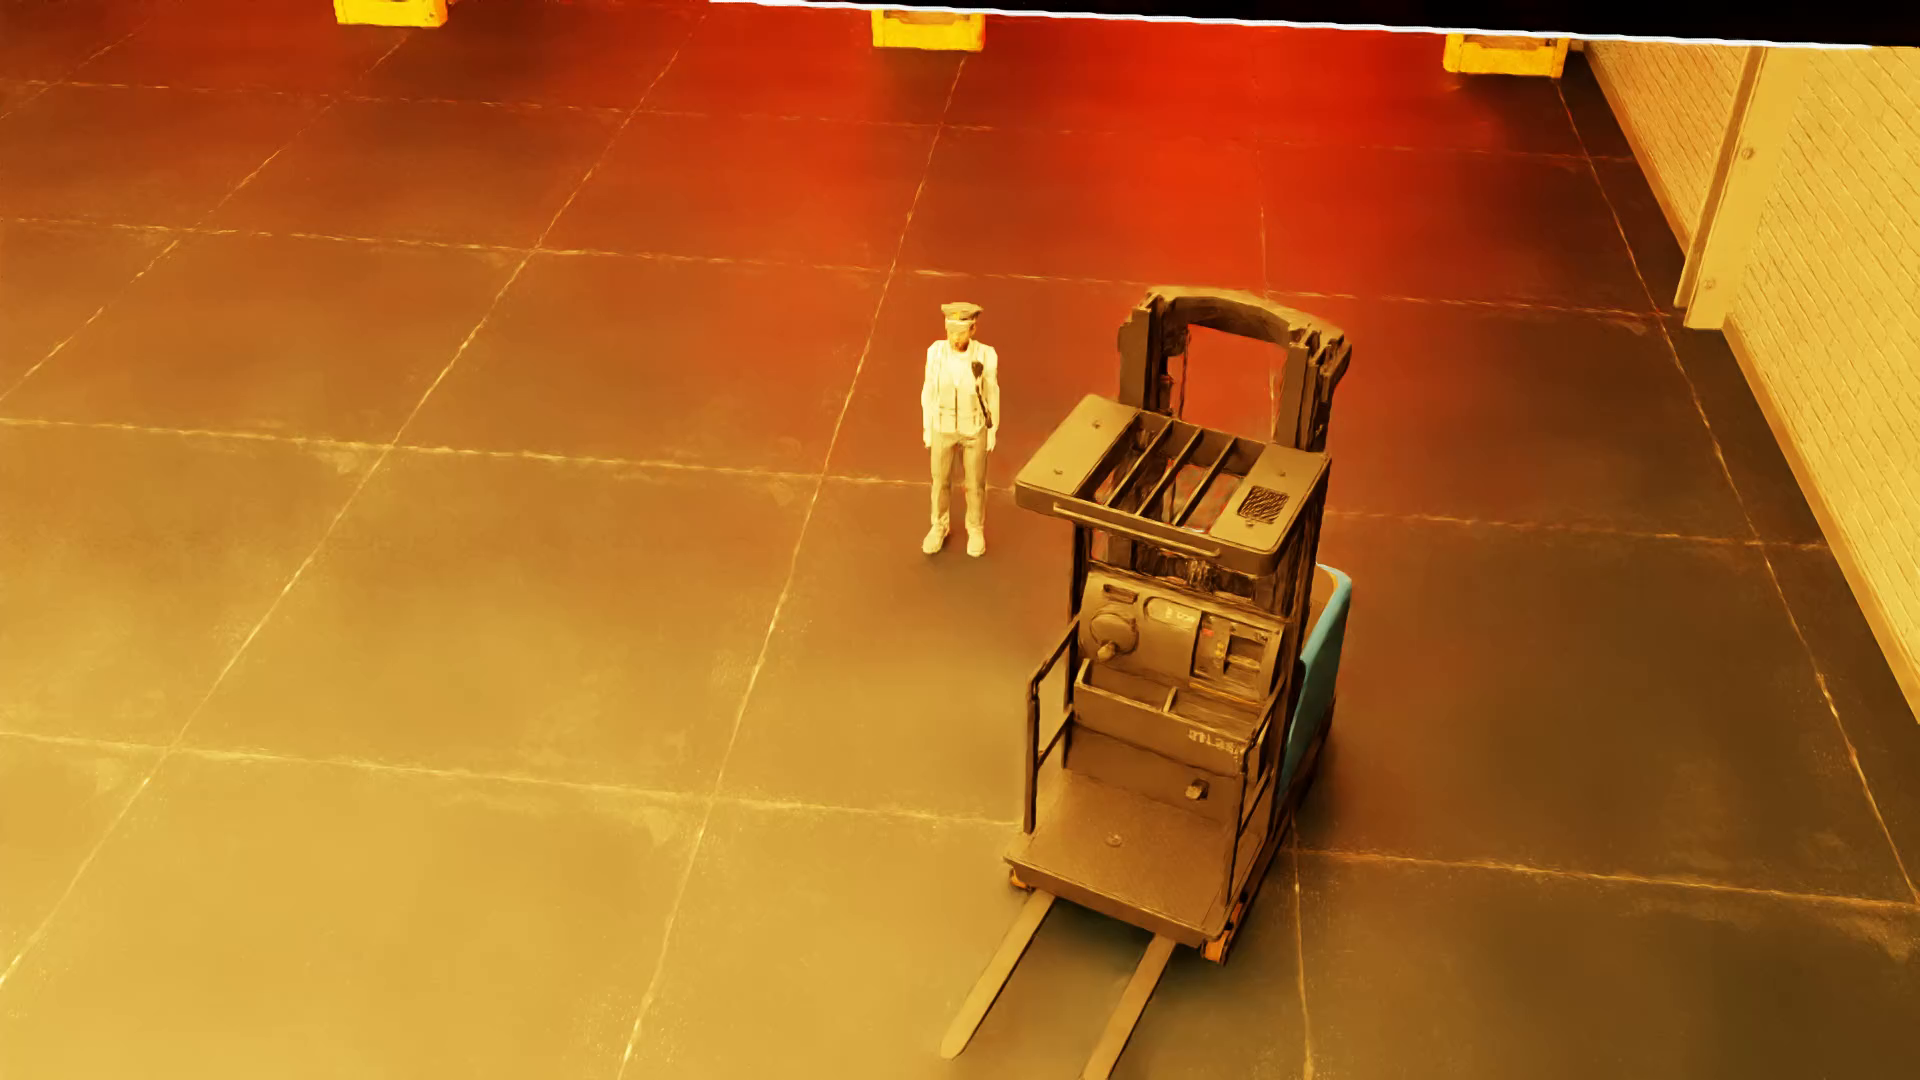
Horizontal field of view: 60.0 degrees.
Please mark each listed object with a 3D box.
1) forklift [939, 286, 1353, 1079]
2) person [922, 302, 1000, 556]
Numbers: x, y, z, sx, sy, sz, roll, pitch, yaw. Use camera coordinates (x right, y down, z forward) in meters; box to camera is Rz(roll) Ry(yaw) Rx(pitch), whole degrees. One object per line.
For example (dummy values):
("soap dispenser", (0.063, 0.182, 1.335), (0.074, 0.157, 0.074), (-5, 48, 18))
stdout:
("forklift", (0.895, 0.498, 7.355), (1.130, 2.935, 3.031), (17, 40, 21))
("person", (-0.001, -0.670, 9.988), (0.463, 1.692, 0.337), (4, 37, 6))
